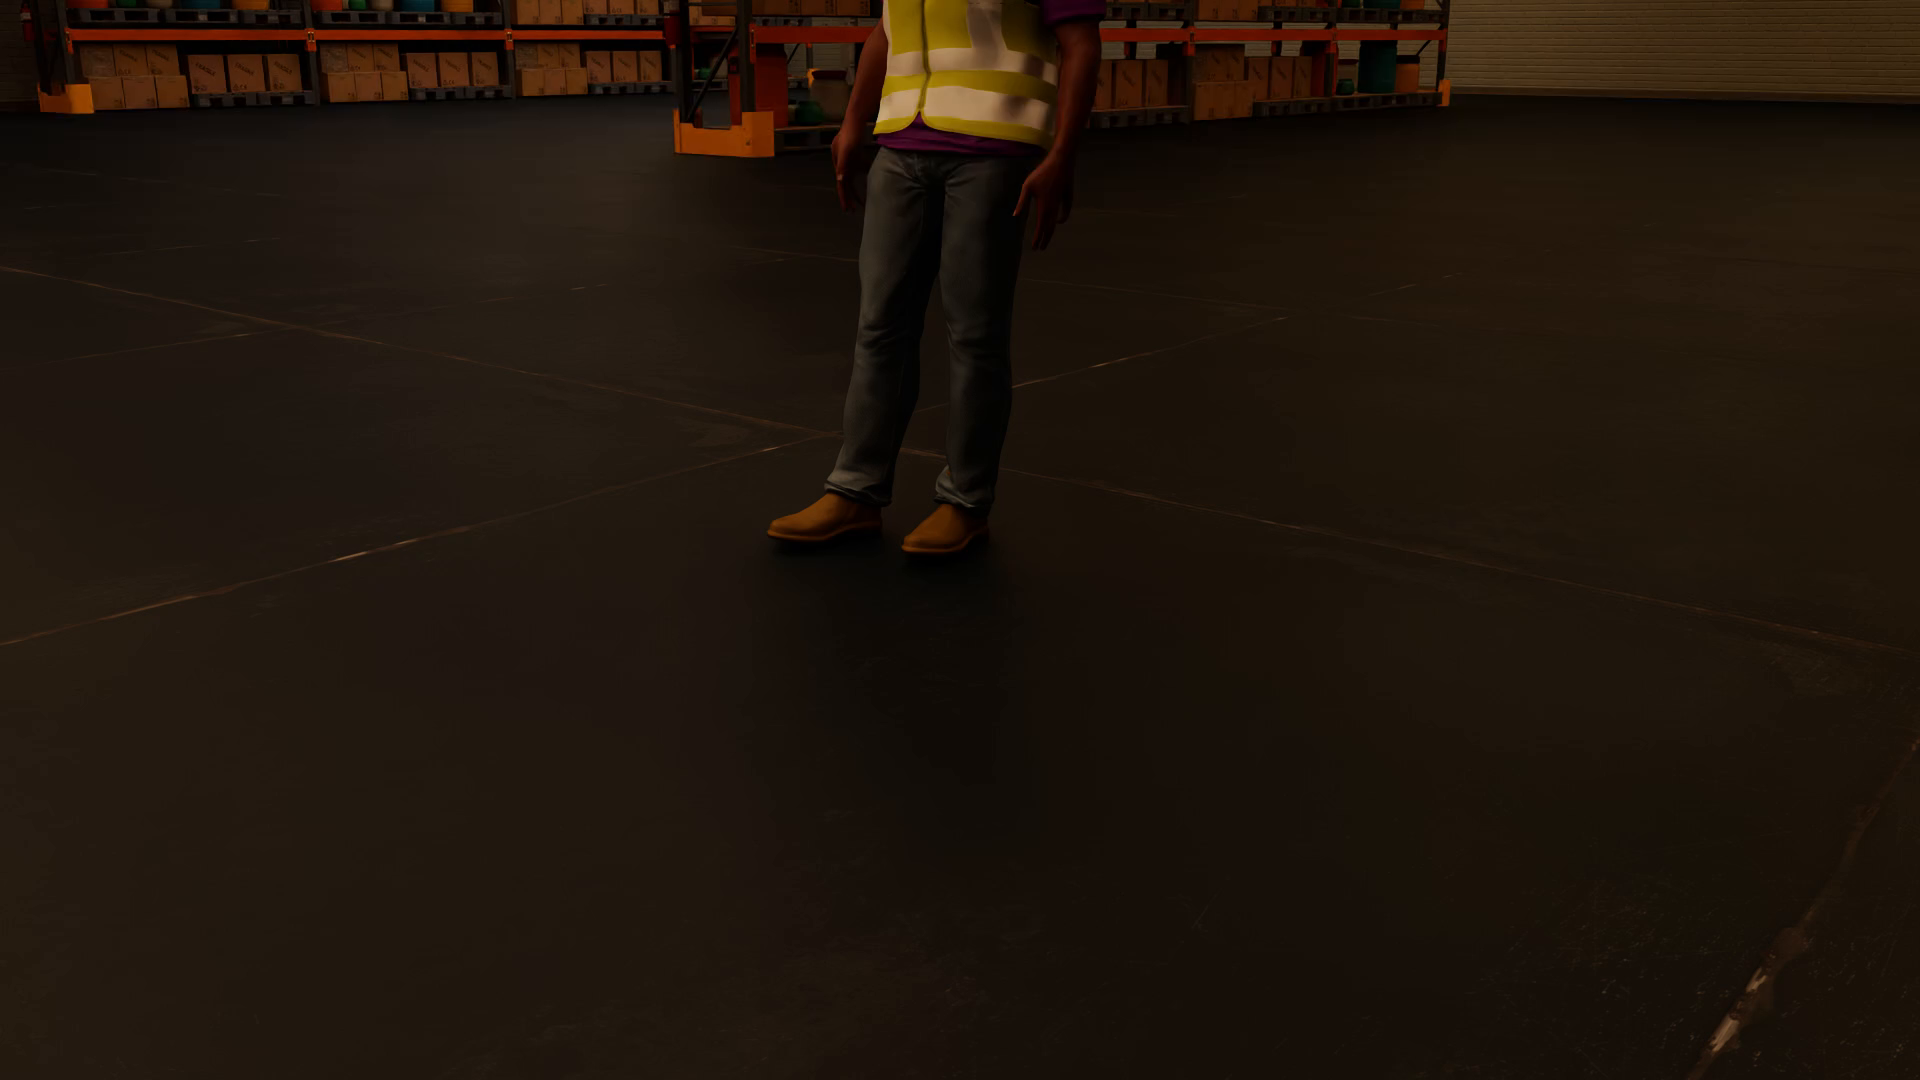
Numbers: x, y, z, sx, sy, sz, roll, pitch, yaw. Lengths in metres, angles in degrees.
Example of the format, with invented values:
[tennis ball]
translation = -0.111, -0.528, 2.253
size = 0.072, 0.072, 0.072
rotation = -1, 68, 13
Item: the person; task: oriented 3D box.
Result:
[person]
translation = -0.049, -0.837, 3.635
size = 0.666, 1.768, 0.575
rotation = 13, 21, 37
